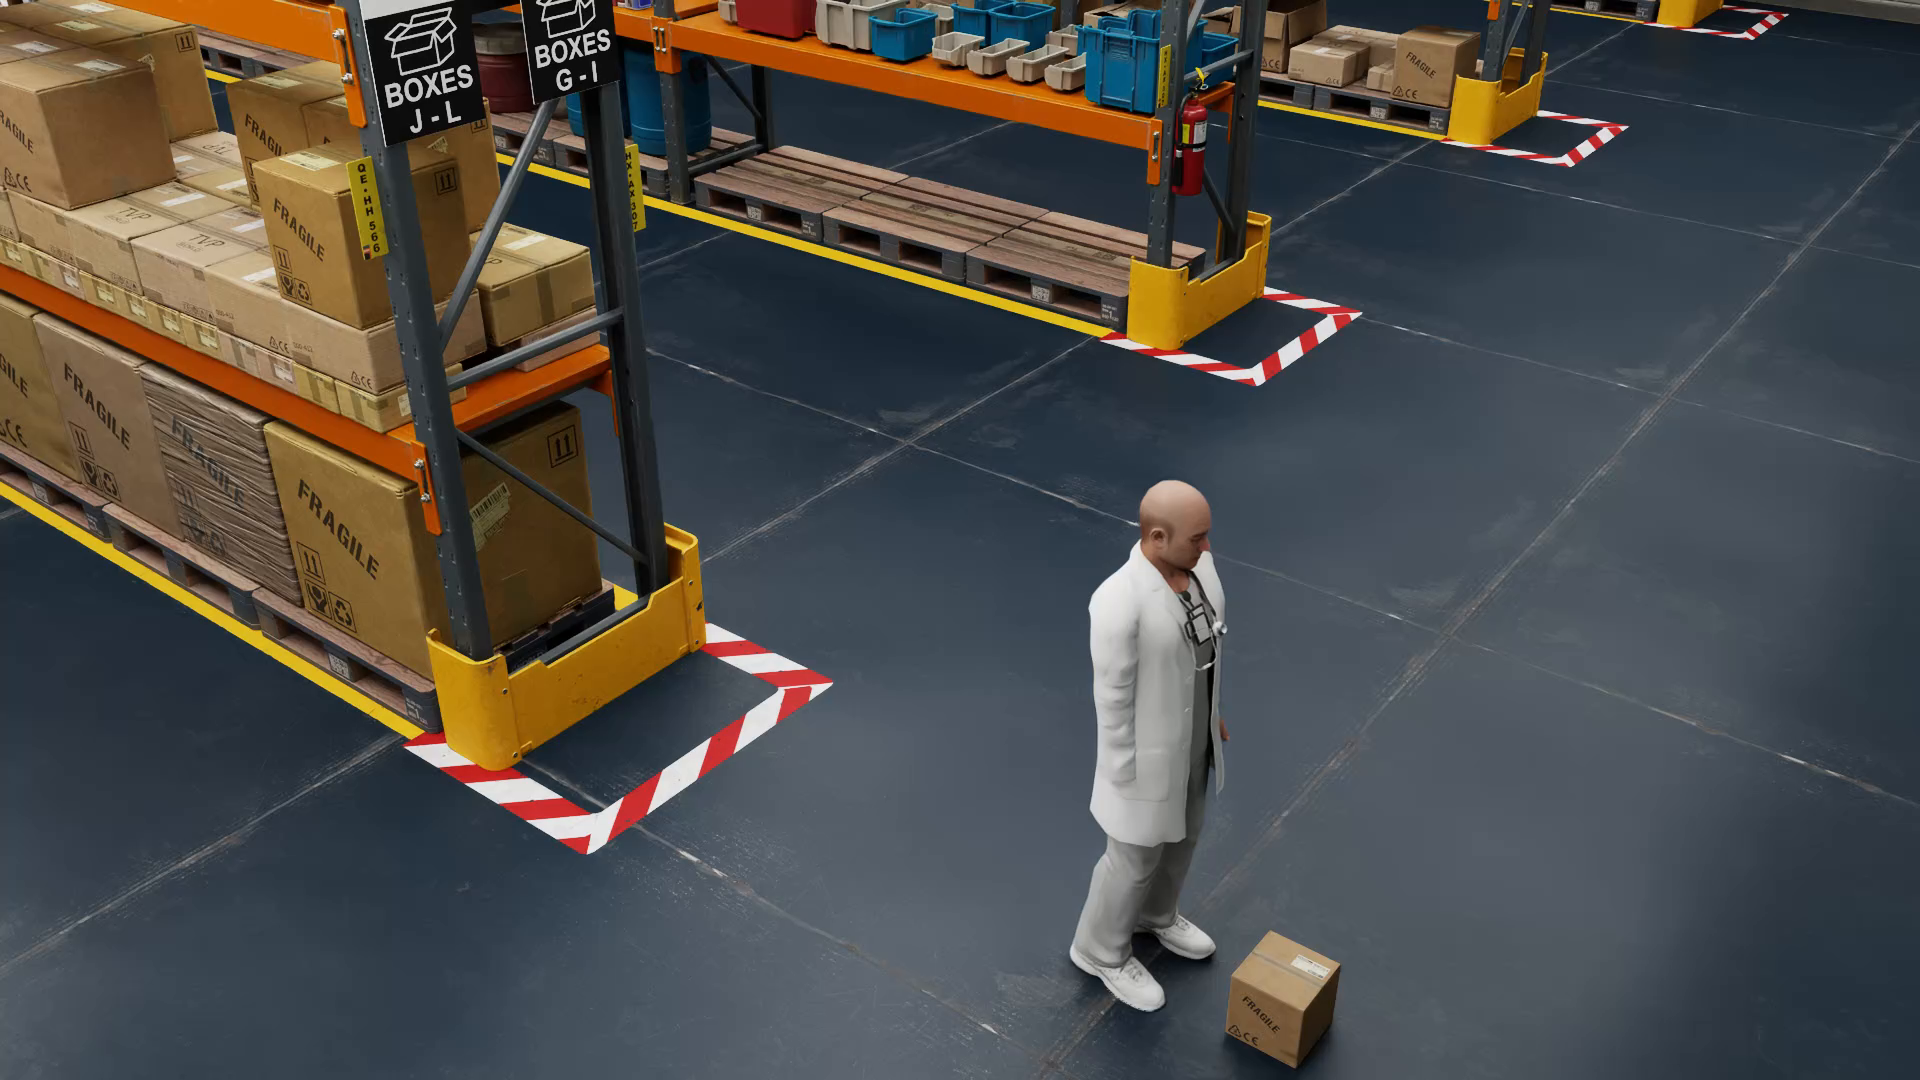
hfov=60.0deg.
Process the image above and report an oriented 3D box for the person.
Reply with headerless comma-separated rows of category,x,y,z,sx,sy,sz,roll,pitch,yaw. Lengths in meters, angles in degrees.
person,0.621,0.620,5.110,0.389,1.786,0.563,22,37,32
